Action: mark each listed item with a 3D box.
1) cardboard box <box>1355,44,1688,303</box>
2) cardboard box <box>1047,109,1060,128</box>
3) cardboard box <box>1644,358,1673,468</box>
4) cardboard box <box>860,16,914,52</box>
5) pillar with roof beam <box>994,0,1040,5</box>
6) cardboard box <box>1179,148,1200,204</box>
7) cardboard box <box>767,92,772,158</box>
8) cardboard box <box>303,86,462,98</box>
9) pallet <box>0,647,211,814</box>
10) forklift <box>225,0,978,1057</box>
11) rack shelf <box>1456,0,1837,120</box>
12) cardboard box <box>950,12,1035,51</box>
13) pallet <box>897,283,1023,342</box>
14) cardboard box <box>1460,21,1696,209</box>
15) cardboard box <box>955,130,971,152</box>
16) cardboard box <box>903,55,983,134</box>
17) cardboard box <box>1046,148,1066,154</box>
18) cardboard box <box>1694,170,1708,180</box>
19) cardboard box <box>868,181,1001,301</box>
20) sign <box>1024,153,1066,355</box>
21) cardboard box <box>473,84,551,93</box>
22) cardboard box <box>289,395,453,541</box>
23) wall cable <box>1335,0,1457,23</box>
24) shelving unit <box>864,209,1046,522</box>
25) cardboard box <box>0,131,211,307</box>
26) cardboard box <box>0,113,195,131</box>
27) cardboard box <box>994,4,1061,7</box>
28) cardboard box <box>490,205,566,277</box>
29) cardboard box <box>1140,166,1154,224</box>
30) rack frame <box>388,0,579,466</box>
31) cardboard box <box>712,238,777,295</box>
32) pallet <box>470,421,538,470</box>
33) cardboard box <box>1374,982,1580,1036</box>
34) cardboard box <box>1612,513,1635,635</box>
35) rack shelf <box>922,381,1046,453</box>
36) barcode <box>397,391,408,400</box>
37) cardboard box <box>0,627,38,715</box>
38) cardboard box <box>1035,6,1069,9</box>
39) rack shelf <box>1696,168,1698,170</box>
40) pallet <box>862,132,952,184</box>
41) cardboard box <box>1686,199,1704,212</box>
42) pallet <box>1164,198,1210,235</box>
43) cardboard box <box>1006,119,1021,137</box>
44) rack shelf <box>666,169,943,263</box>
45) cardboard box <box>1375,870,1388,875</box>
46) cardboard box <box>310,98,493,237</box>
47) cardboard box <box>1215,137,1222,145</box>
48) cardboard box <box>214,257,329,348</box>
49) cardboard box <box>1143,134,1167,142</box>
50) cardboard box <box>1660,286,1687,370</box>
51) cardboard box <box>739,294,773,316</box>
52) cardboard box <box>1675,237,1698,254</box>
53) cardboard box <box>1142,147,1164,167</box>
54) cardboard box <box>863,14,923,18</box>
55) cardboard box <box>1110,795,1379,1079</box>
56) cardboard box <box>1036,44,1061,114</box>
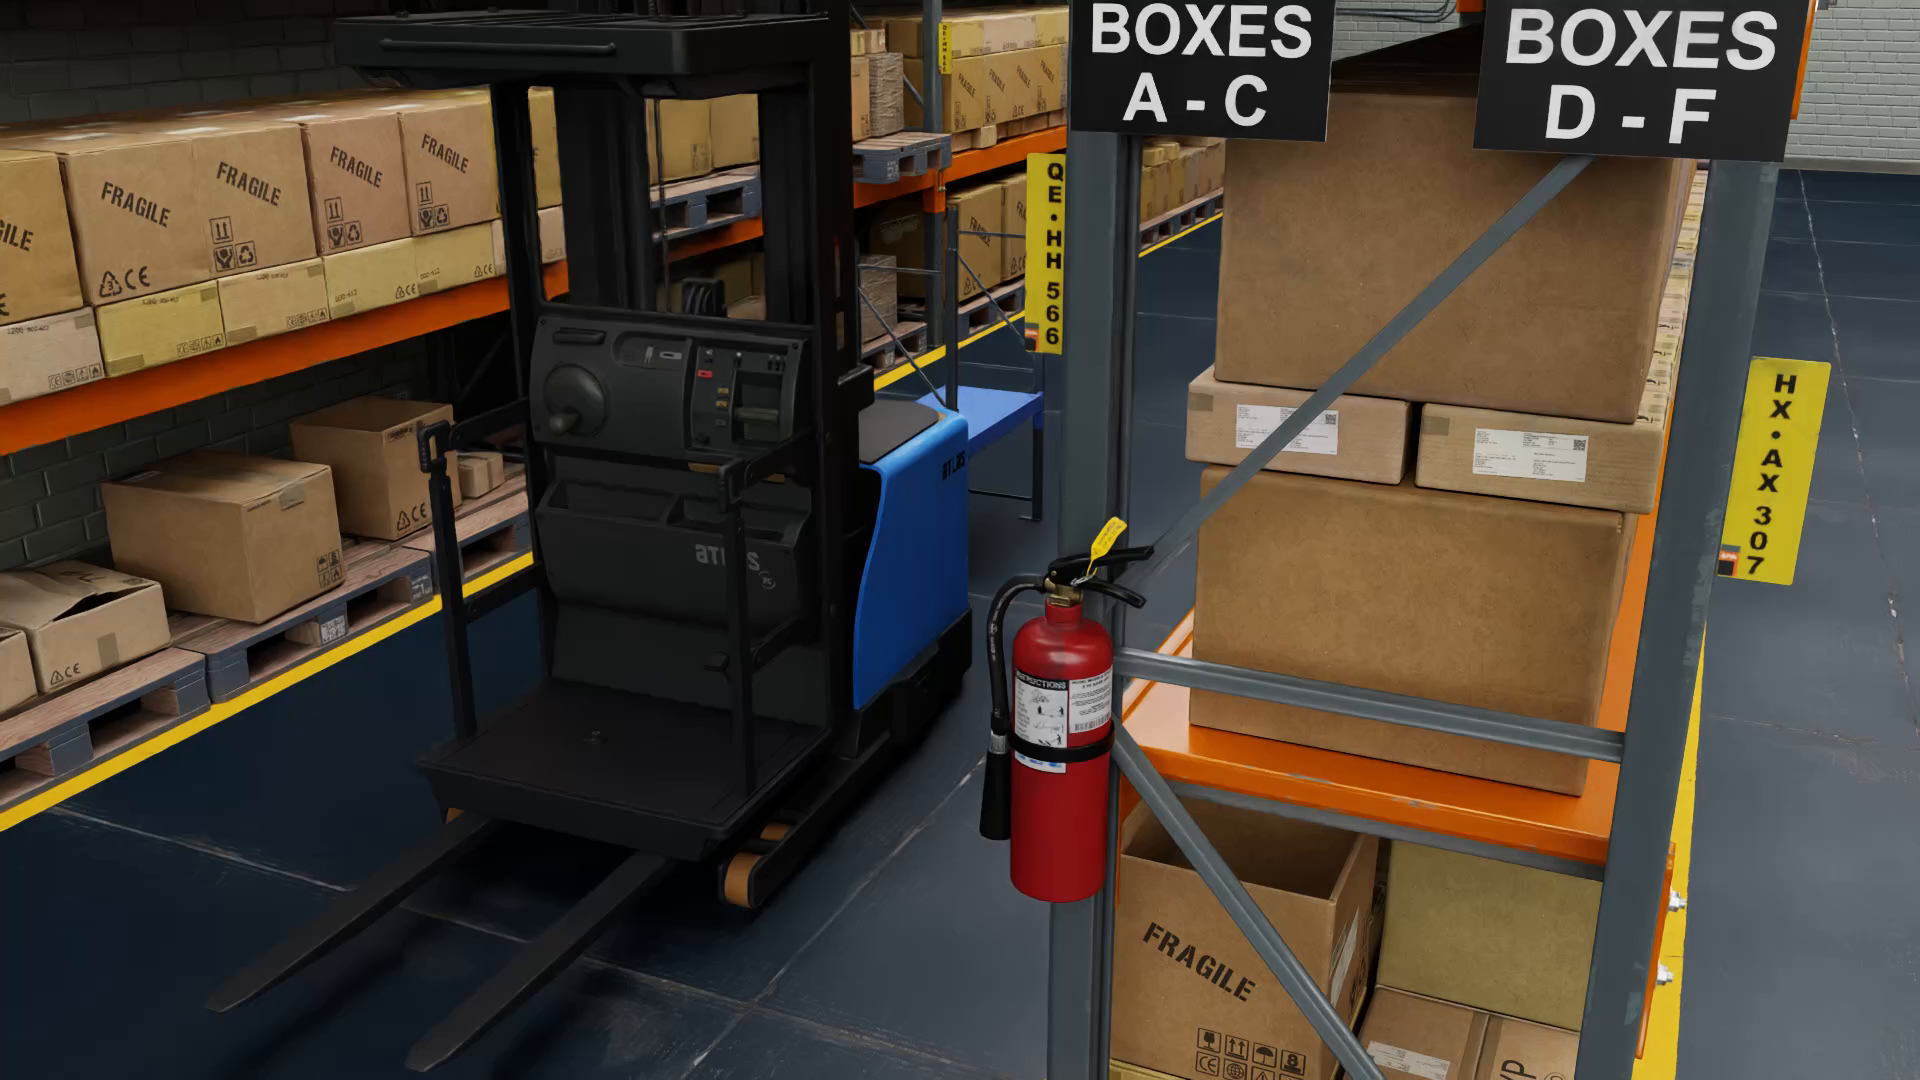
[{"bbox_3d":[1.285,-0.859,3.824,0.700,0.500,0.500,9,21,23],"label":"cardboard box"},{"bbox_3d":[0.597,-3.442,13.515,0.380,0.149,0.250,8,21,21],"label":"cardboard box"},{"bbox_3d":[1.107,-0.253,3.085,0.380,0.149,0.250,8,21,21],"label":"cardboard box"},{"bbox_3d":[-0.652,-3.577,11.807,0.500,0.250,0.500,9,22,24],"label":"cardboard box"},{"bbox_3d":[4.462,-6.644,13.220,9.100,9.000,0.400,9,21,23],"label":"pillar with roof beam"},{"bbox_3d":[2.069,-3.784,17.235,0.700,0.500,0.500,8,21,21],"label":"cardboard box"},{"bbox_3d":[-1.274,-2.578,9.935,0.700,0.500,0.500,9,21,23],"label":"cardboard box"},{"bbox_3d":[-2.622,-1.807,7.647,0.500,0.500,0.500,8,21,21],"label":"cardboard box"},{"bbox_3d":[-3.481,0.640,5.853,1.003,0.211,1.213,9,21,23],"label":"pallet"},{"bbox_3d":[-0.954,-0.473,4.925,1.130,2.935,3.031,8,21,21],"label":"forklift"},{"bbox_3d":[1.463,-1.414,4.065,1.077,0.370,4.000,9,21,23],"label":"rack shelf"},{"bbox_3d":[0.241,-3.824,12.502,0.500,0.250,0.500,9,21,23],"label":"cardboard box"},{"bbox_3d":[-0.209,-1.769,12.629,1.003,0.211,1.213,9,21,23],"label":"pallet"},{"bbox_3d":[1.900,-1.318,5.114,0.700,0.500,0.500,8,21,23],"label":"cardboard box"},{"bbox_3d":[-0.144,-2.888,11.958,0.380,0.149,0.250,9,21,23],"label":"cardboard box"},{"bbox_3d":[-0.169,-3.162,11.762,0.500,0.500,0.500,9,22,24],"label":"cardboard box"},{"bbox_3d":[0.889,-3.044,14.632,0.750,0.750,0.750,9,21,23],"label":"cardboard box"},{"bbox_3d":[2.366,-1.191,5.725,0.380,0.149,0.250,9,21,23],"label":"cardboard box"},{"bbox_3d":[-0.180,-2.244,12.384,0.750,0.750,0.750,8,21,22],"label":"cardboard box"},{"bbox_3d":[0.155,-0.464,2.716,0.100,0.325,0.005,9,21,23],"label":"sign"},{"bbox_3d":[-1.999,-2.035,8.408,0.700,0.500,0.500,9,21,23],"label":"cardboard box"},{"bbox_3d":[-2.627,-0.336,7.512,0.500,0.500,0.500,7,21,19],"label":"cardboard box"},{"bbox_3d":[5.317,-8.341,22.628,3.097,2.526,0.112,9,21,23],"label":"wall cable"},{"bbox_3d":[-0.035,-0.681,7.644,0.538,1.500,1.048,9,21,23],"label":"shelving unit"},{"bbox_3d":[-2.978,-1.110,5.689,0.500,0.500,0.500,8,21,21],"label":"cardboard box"},{"bbox_3d":[-3.249,-1.337,6.327,0.500,0.500,0.500,9,21,23],"label":"cardboard box"},{"bbox_3d":[0.611,-4.520,14.461,0.500,0.250,0.500,9,22,24],"label":"cardboard box"},{"bbox_3d":[-2.156,-1.382,7.572,0.500,0.250,0.500,9,21,23],"label":"cardboard box"},{"bbox_3d":[1.437,-3.310,15.903,0.700,0.500,0.500,9,21,23],"label":"cardboard box"},{"bbox_3d":[-2.239,-1.630,8.075,1.000,3.000,0.127,9,21,23],"label":"rack frame"},{"bbox_3d":[-1.345,-1.684,10.183,0.500,0.250,0.500,8,21,22],"label":"cardboard box"},{"bbox_3d":[-1.921,-0.554,9.212,1.003,0.211,1.213,9,21,23],"label":"pallet"},{"bbox_3d":[1.268,1.083,3.925,0.500,0.250,0.500,9,21,23],"label":"cardboard box"},{"bbox_3d":[1.057,-0.078,3.561,0.700,0.500,0.500,9,22,24],"label":"cardboard box"},{"bbox_3d":[-0.035,-0.511,7.704,0.538,0.185,1.000,9,21,23],"label":"rack shelf"},{"bbox_3d":[-2.679,-0.678,7.994,0.001,0.075,0.075,9,21,23],"label":"barcode"},{"bbox_3d":[-3.511,0.454,5.573,0.500,0.311,0.500,6,20,17],"label":"cardboard box"},{"bbox_3d":[0.861,-4.292,13.820,0.500,0.250,0.500,9,21,24],"label":"cardboard box"},{"bbox_3d":[4.739,-2.446,11.444,1.077,0.370,4.000,9,21,23],"label":"rack shelf"},{"bbox_3d":[-0.796,-2.530,10.891,1.213,0.211,1.003,9,21,23],"label":"pallet"},{"bbox_3d":[2.051,-0.955,5.061,0.380,0.149,0.250,9,21,23],"label":"cardboard box"},{"bbox_3d":[1.918,-3.357,17.094,1.003,0.211,1.213,9,21,23],"label":"pallet"},{"bbox_3d":[0.247,-3.209,12.862,0.380,0.149,0.250,9,21,24],"label":"cardboard box"},{"bbox_3d":[-1.420,-1.902,9.914,1.077,0.370,4.000,9,21,23],"label":"rack shelf"},{"bbox_3d":[0.991,0.857,4.558,0.500,0.250,0.500,9,21,23],"label":"cardboard box"},{"bbox_3d":[-2.350,-1.581,7.014,0.500,0.500,0.500,8,21,22],"label":"cardboard box"},{"bbox_3d":[2.593,-4.332,17.808,0.380,0.149,0.250,8,21,22],"label":"cardboard box"},{"bbox_3d":[-2.765,-0.921,6.276,0.500,0.250,0.500,9,21,23],"label":"cardboard box"},{"bbox_3d":[1.935,-4.152,17.304,0.380,0.149,0.250,9,21,23],"label":"cardboard box"},{"bbox_3d":[1.422,-0.487,3.745,0.380,0.149,0.250,8,21,21],"label":"cardboard box"},{"bbox_3d":[-1.541,-1.202,9.945,0.700,0.500,0.500,9,21,23],"label":"cardboard box"},{"bbox_3d":[1.739,-0.722,4.404,0.380,0.149,0.250,9,22,24],"label":"cardboard box"},{"bbox_3d":[1.744,-3.695,16.018,0.380,0.149,0.250,9,22,25],"label":"cardboard box"},{"bbox_3d":[-0.437,-3.734,12.251,0.500,0.250,0.500,8,21,21],"label":"cardboard box"},{"bbox_3d":[0.592,0.811,3.569,0.500,0.500,0.500,9,21,23],"label":"cardboard box"},{"bbox_3d":[0.465,-3.633,13.085,0.500,0.500,0.500,9,22,24],"label":"cardboard box"}]
